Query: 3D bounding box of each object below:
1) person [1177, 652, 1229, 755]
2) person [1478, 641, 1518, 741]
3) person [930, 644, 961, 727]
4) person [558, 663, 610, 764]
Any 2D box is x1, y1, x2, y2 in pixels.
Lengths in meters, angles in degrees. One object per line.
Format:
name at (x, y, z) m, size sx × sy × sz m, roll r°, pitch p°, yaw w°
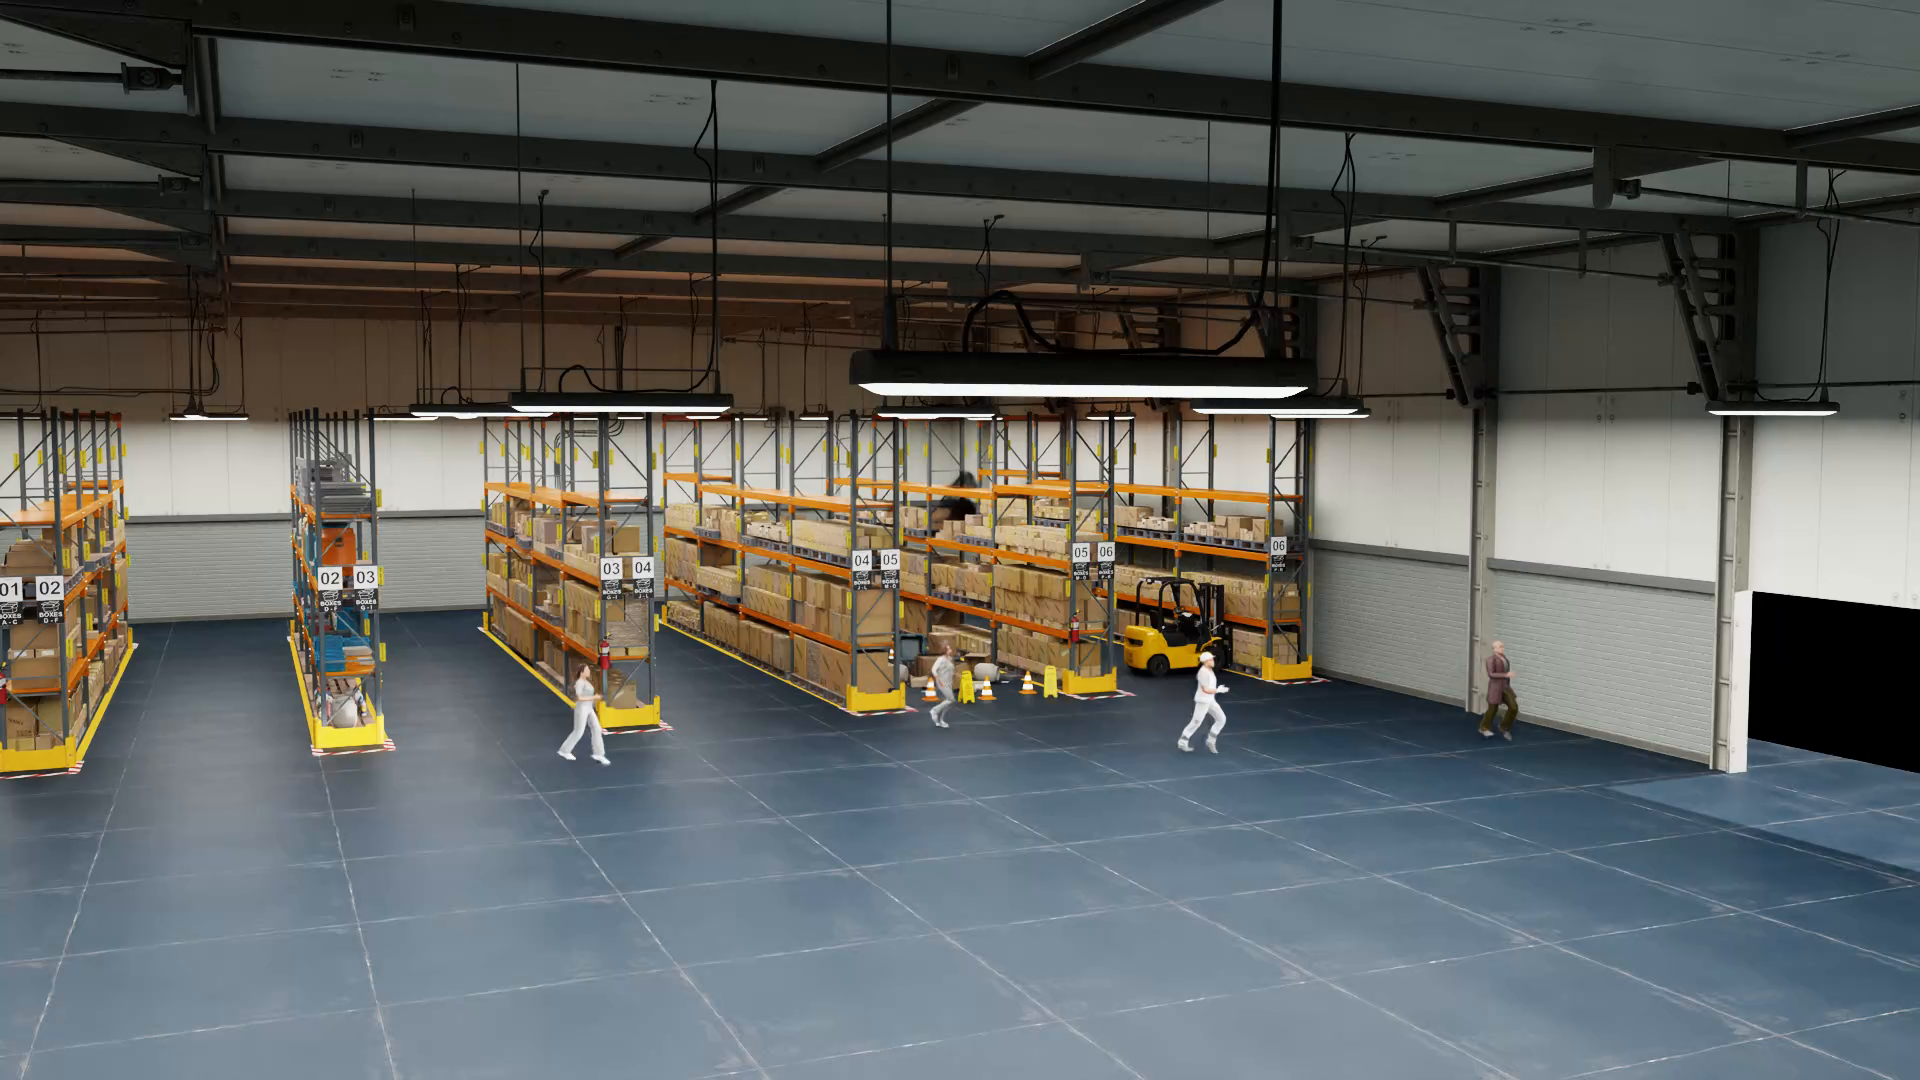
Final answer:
person at (4.229, 2.816, 28.705) m, size 0.898 × 1.795 × 0.673 m, roll 2°, pitch 4°, yaw 26°
person at (9.757, 2.738, 30.070) m, size 0.689 × 1.826 × 0.798 m, roll -2°, pitch 5°, yaw -31°
person at (-0.255, 2.746, 31.421) m, size 0.549 × 1.568 × 0.523 m, roll 2°, pitch 4°, yaw 23°
person at (-6.343, 2.924, 27.937) m, size 0.862 × 1.716 × 0.556 m, roll 1°, pitch 4°, yaw 7°
